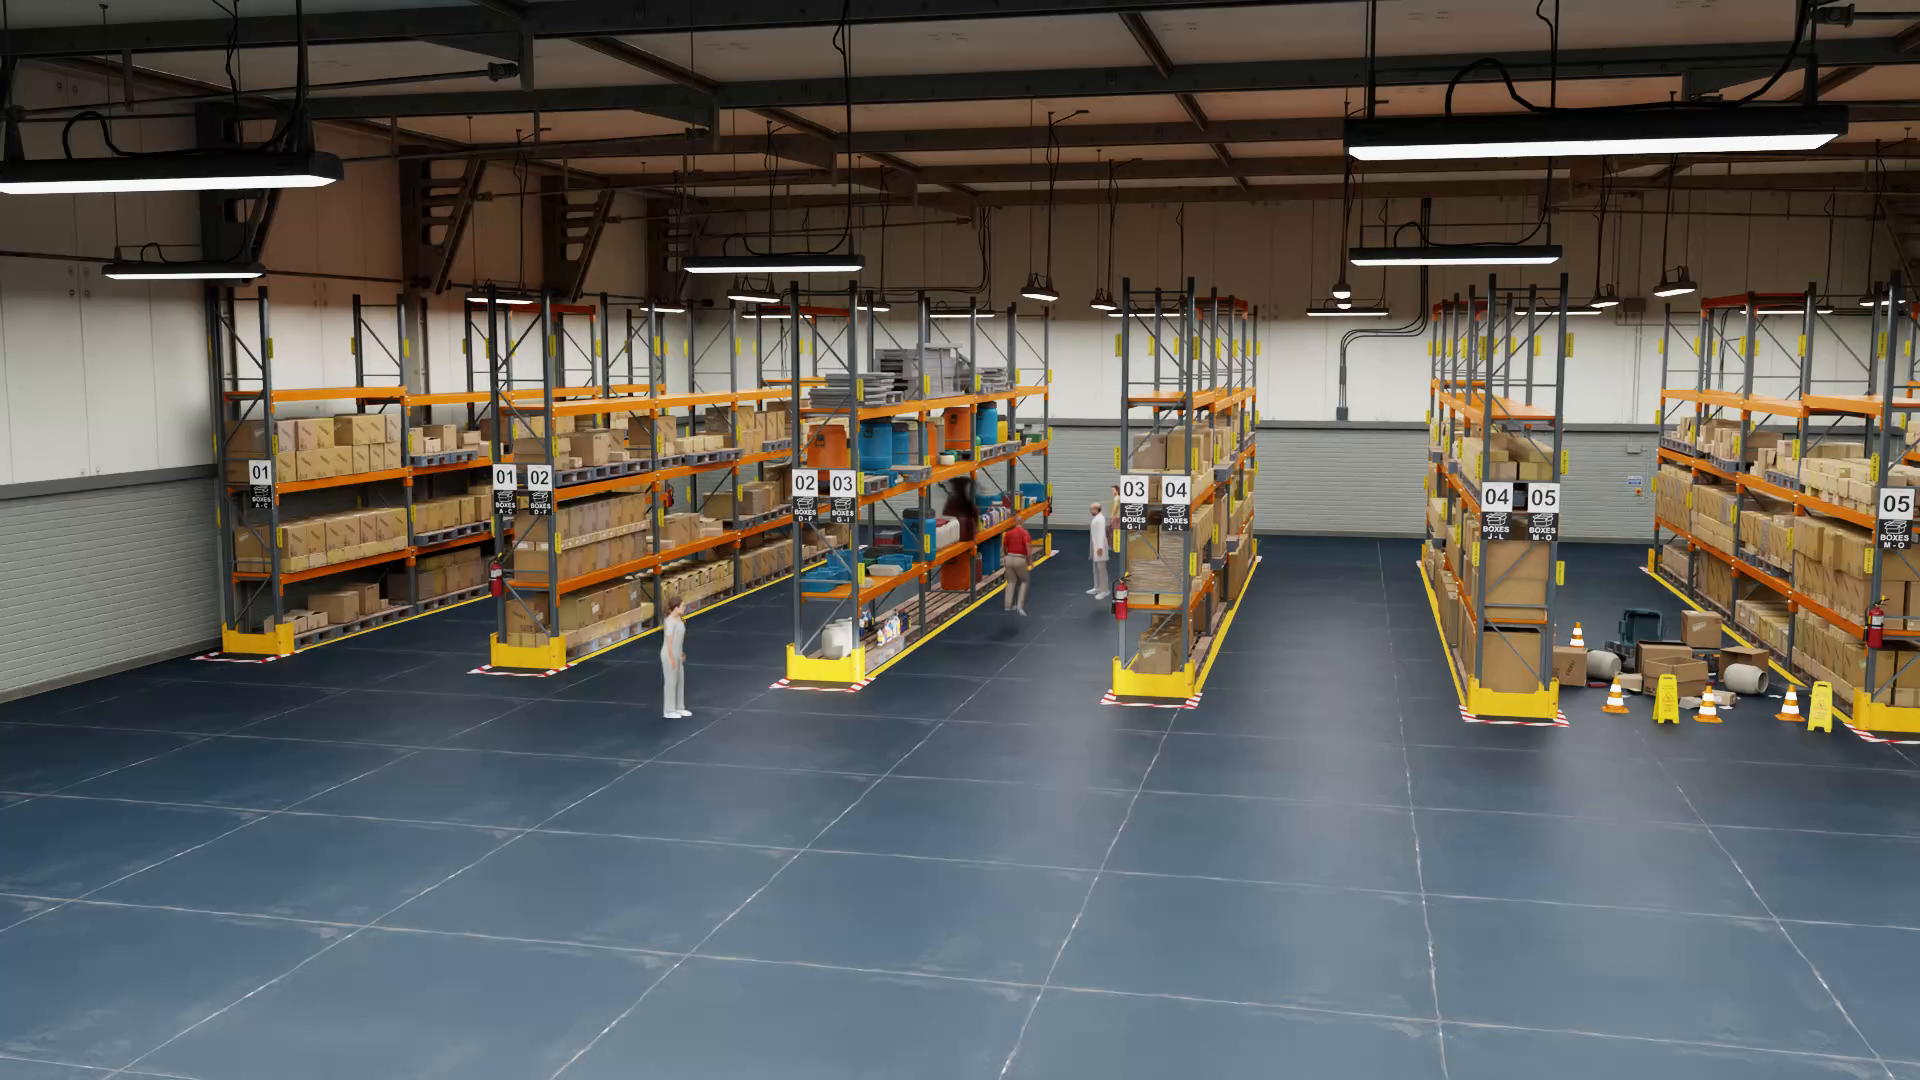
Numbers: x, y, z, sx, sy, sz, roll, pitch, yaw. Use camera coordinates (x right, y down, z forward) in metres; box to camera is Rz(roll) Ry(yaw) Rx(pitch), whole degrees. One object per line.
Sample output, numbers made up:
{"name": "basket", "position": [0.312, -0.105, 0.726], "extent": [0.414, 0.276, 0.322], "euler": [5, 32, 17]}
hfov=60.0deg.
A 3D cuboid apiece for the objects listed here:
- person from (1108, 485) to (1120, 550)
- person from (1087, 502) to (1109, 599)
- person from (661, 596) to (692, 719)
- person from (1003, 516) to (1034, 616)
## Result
{"name": "person", "position": [3.908, -0.540, 41.209], "extent": [0.530, 1.638, 0.985], "euler": [-6, 9, -43]}
{"name": "person", "position": [2.658, 0.190, 31.767], "extent": [0.423, 1.824, 0.590], "euler": [-3, 7, -21]}
{"name": "person", "position": [-3.868, 1.593, 22.572], "extent": [0.375, 1.682, 0.472], "euler": [1, 7, 6]}
{"name": "person", "position": [1.059, 0.544, 30.054], "extent": [0.677, 1.732, 0.550], "euler": [6, 9, 40]}
